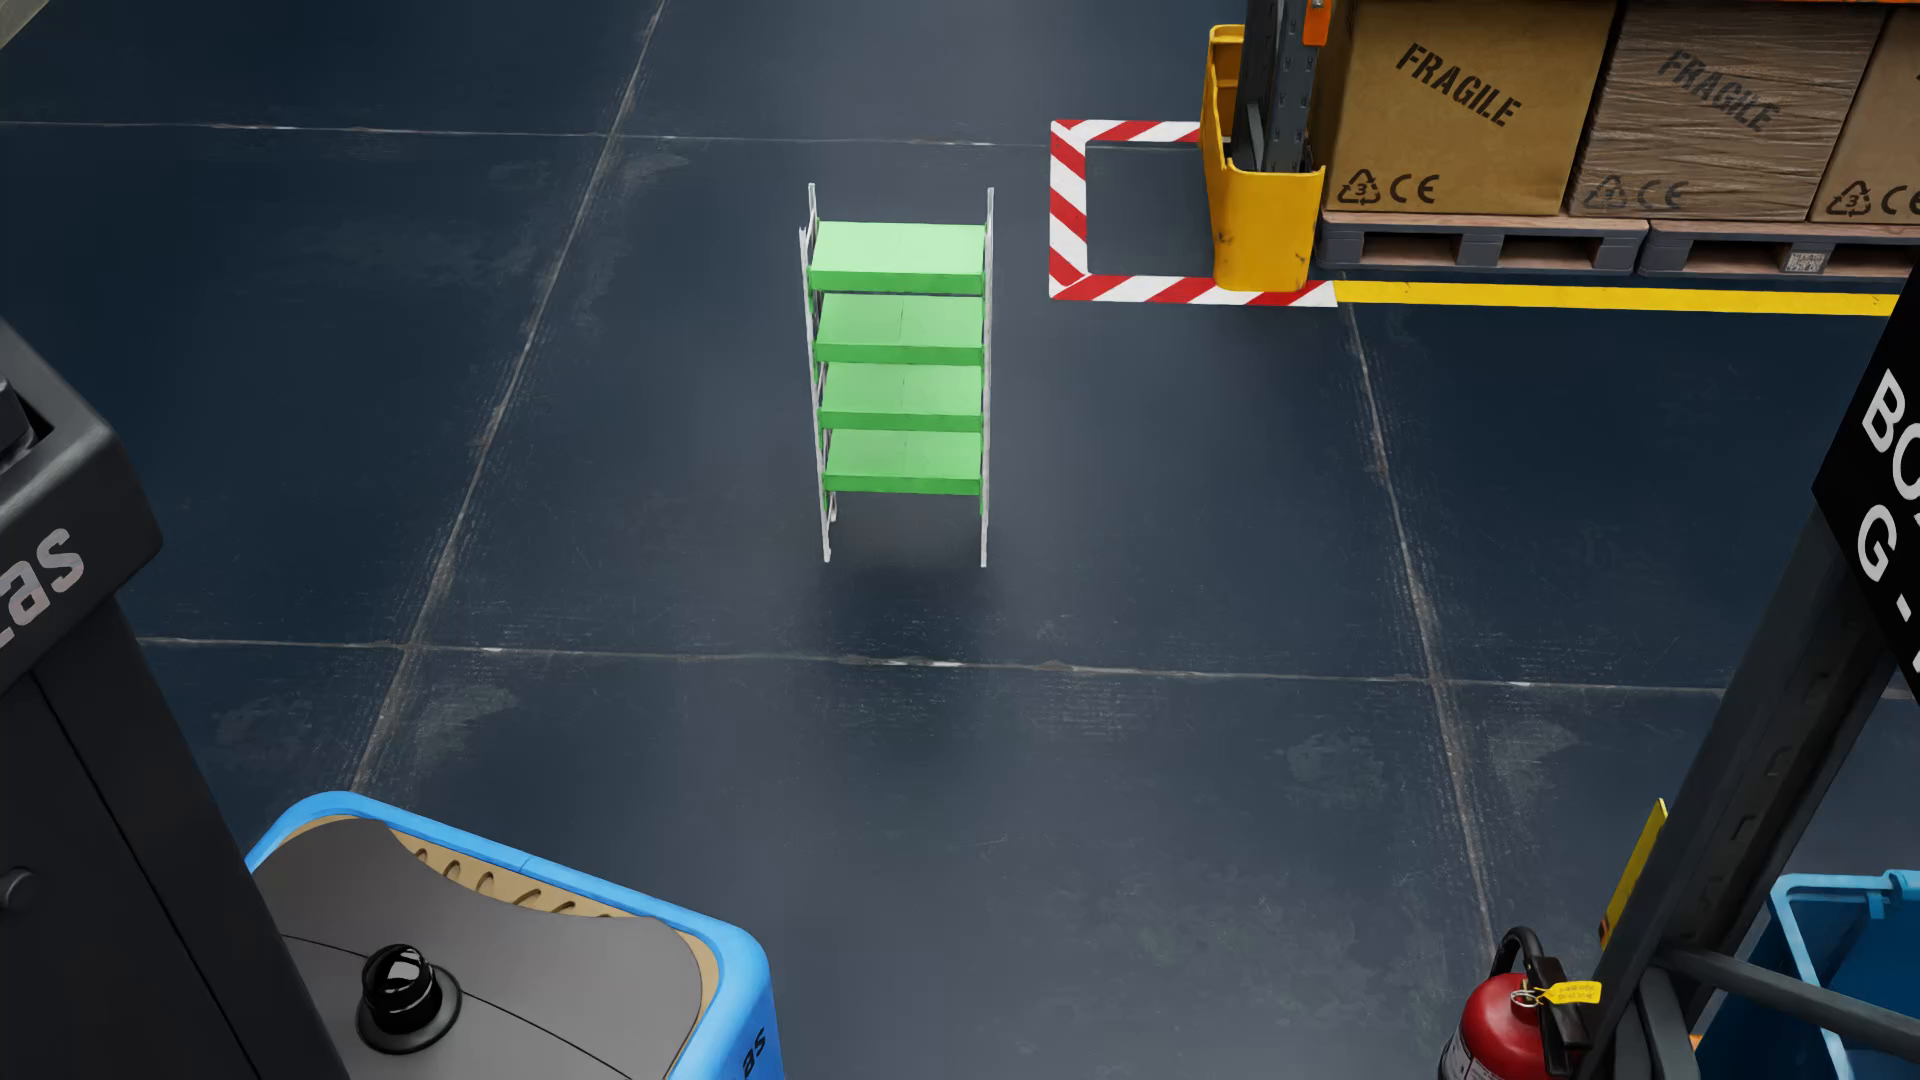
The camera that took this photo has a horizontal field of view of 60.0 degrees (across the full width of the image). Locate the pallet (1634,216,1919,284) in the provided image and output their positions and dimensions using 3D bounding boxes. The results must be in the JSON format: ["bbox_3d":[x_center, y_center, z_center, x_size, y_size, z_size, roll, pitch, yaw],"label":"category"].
[{"bbox_3d":[3.202,-1.398,6.595,1.213,0.211,1.003,2,43,2],"label":"pallet"}]

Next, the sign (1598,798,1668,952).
[{"bbox_3d":[0.970,0.509,2.383,0.005,0.325,0.100,2,43,2],"label":"sign"}]

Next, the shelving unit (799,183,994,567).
[{"bbox_3d":[-0.165,-0.444,4.846,0.503,1.200,0.258,2,43,2],"label":"shelving unit"}]

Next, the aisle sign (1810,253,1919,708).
[{"bbox_3d":[0.902,-0.209,1.366,0.004,0.787,0.394,2,43,2],"label":"aisle sign"}]

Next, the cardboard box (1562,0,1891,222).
[{"bbox_3d":[2.736,-1.812,6.245,0.875,0.875,0.875,2,43,2],"label":"cardboard box"}]

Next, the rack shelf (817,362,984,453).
[{"bbox_3d":[-0.165,-0.397,4.890,0.480,0.148,0.258,2,43,2],"label":"rack shelf"}]

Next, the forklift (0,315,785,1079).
[{"bbox_3d":[-1.333,1.229,1.780,1.130,2.935,3.031,15,45,16],"label":"forklift"}]

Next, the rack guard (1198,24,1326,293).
[{"bbox_3d":[1.160,-1.515,6.509,0.348,0.500,1.175,2,43,2],"label":"rack guard"}]

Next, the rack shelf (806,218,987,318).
[{"bbox_3d":[-0.165,-0.749,4.563,0.480,0.148,0.258,2,43,2],"label":"rack shelf"}]

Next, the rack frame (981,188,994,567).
[{"bbox_3d":[0.078,-0.437,4.838,0.015,1.200,0.240,2,43,2],"label":"rack frame"}]

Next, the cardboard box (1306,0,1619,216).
[{"bbox_3d":[1.827,-1.840,6.275,0.875,0.875,0.875,2,43,2],"label":"cardboard box"}]

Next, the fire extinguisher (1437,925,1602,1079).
[{"bbox_3d":[0.831,0.795,2.526,0.183,0.674,0.296,2,43,2],"label":"fire extinguisher"}]

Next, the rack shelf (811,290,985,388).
[{"bbox_3d":[-0.165,-0.573,4.726,0.480,0.148,0.258,2,43,2],"label":"rack shelf"}]

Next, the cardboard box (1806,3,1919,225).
[{"bbox_3d":[3.625,-1.784,6.215,0.875,0.875,0.875,2,43,2],"label":"cardboard box"}]

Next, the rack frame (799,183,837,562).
[{"bbox_3d":[-0.409,-0.452,4.855,0.015,1.200,0.240,2,43,2],"label":"rack frame"}]

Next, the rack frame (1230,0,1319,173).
[{"bbox_3d":[1.184,-2.428,5.656,0.127,3.000,1.000,2,43,2],"label":"rack frame"}]

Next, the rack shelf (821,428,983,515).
[{"bbox_3d":[-0.165,-0.222,5.054,0.480,0.148,0.258,2,43,2],"label":"rack shelf"}]

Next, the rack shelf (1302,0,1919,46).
[{"bbox_3d":[3.182,-2.104,5.836,4.000,0.370,1.077,2,43,2],"label":"rack shelf"}]

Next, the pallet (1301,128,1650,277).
[{"bbox_3d":[1.987,-1.437,6.638,1.213,0.211,1.003,2,43,2],"label":"pallet"}]

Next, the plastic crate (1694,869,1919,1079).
[{"bbox_3d":[1.304,0.792,2.129,0.499,0.435,0.616,2,43,2],"label":"plastic crate"}]

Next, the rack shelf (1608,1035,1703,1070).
[{"bbox_3d":[2.959,1.269,2.215,4.000,0.370,1.077,2,43,2],"label":"rack shelf"}]
